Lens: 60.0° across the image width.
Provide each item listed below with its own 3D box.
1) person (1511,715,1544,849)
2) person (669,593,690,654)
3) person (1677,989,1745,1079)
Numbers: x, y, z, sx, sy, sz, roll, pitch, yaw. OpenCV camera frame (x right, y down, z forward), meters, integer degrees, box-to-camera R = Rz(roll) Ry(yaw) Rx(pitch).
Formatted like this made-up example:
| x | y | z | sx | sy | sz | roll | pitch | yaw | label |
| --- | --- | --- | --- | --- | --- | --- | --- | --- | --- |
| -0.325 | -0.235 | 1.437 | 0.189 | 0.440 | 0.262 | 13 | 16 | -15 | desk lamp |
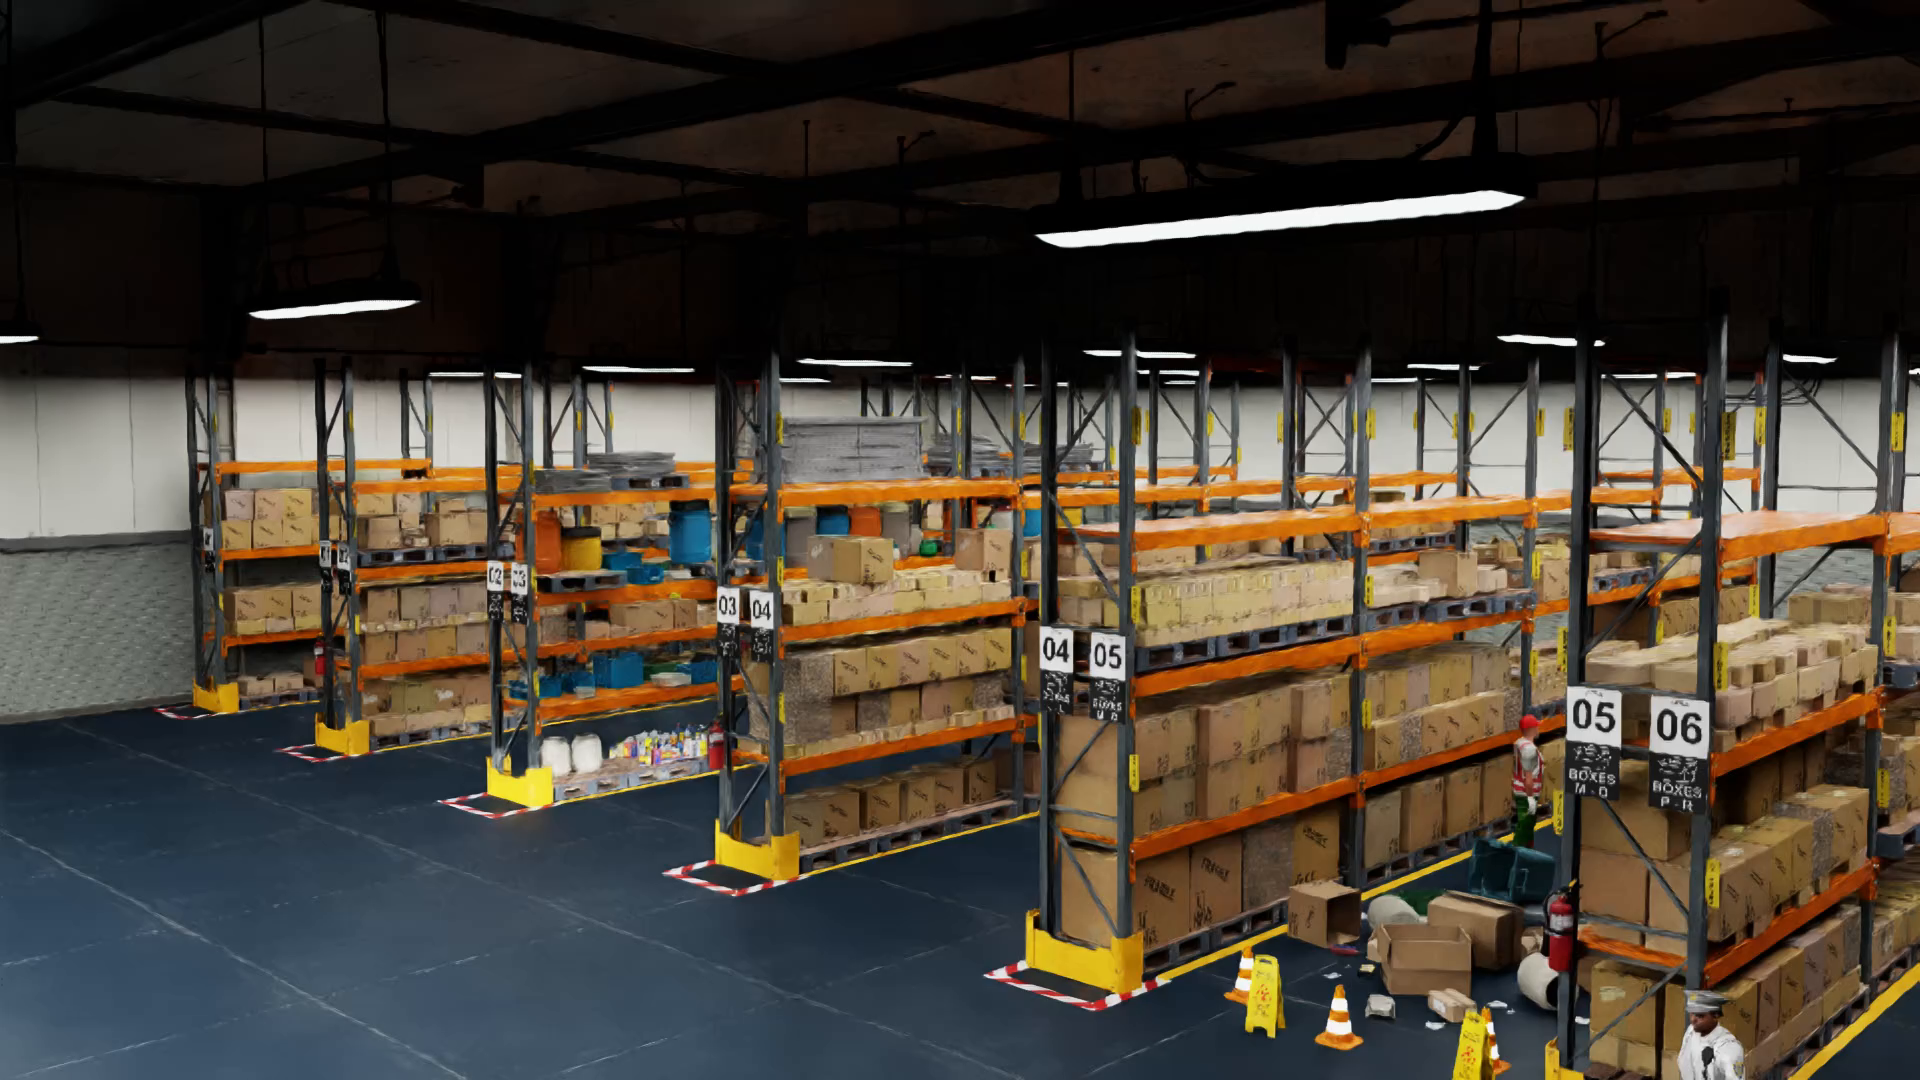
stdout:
| x | y | z | sx | sy | sz | roll | pitch | yaw | label |
| --- | --- | --- | --- | --- | --- | --- | --- | --- | --- |
| 6.371 | 2.839 | 18.522 | 0.439 | 1.786 | 0.606 | 1 | 5 | 14 | person |
| -5.412 | 1.859 | 32.089 | 0.715 | 1.715 | 0.572 | 4 | 6 | 42 | person |
| 4.719 | 3.565 | 10.340 | 0.943 | 1.613 | 0.502 | -2 | 5 | -25 | person |
